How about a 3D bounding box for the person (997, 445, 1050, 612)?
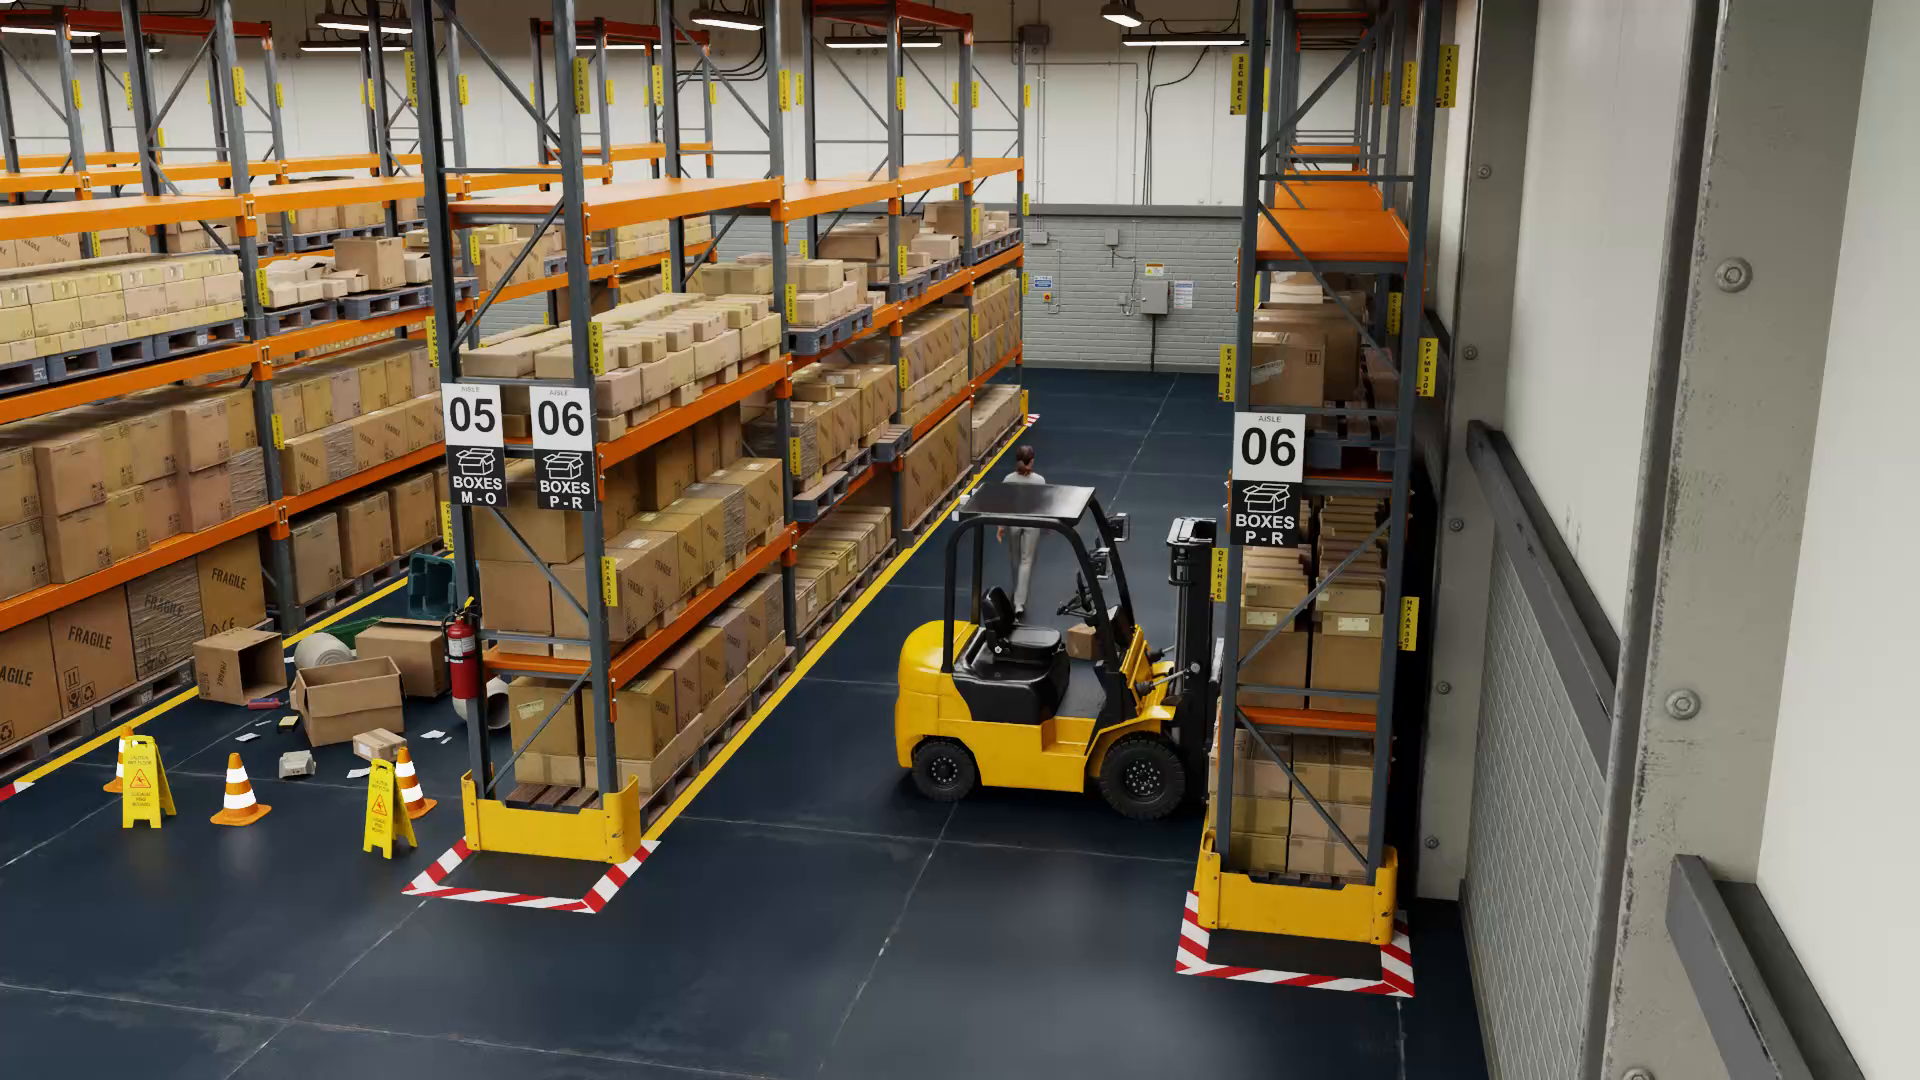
[{"bbox_3d":[0.660,-0.172,16.633,0.485,1.607,1.030,3,15,13],"label":"person"}]
